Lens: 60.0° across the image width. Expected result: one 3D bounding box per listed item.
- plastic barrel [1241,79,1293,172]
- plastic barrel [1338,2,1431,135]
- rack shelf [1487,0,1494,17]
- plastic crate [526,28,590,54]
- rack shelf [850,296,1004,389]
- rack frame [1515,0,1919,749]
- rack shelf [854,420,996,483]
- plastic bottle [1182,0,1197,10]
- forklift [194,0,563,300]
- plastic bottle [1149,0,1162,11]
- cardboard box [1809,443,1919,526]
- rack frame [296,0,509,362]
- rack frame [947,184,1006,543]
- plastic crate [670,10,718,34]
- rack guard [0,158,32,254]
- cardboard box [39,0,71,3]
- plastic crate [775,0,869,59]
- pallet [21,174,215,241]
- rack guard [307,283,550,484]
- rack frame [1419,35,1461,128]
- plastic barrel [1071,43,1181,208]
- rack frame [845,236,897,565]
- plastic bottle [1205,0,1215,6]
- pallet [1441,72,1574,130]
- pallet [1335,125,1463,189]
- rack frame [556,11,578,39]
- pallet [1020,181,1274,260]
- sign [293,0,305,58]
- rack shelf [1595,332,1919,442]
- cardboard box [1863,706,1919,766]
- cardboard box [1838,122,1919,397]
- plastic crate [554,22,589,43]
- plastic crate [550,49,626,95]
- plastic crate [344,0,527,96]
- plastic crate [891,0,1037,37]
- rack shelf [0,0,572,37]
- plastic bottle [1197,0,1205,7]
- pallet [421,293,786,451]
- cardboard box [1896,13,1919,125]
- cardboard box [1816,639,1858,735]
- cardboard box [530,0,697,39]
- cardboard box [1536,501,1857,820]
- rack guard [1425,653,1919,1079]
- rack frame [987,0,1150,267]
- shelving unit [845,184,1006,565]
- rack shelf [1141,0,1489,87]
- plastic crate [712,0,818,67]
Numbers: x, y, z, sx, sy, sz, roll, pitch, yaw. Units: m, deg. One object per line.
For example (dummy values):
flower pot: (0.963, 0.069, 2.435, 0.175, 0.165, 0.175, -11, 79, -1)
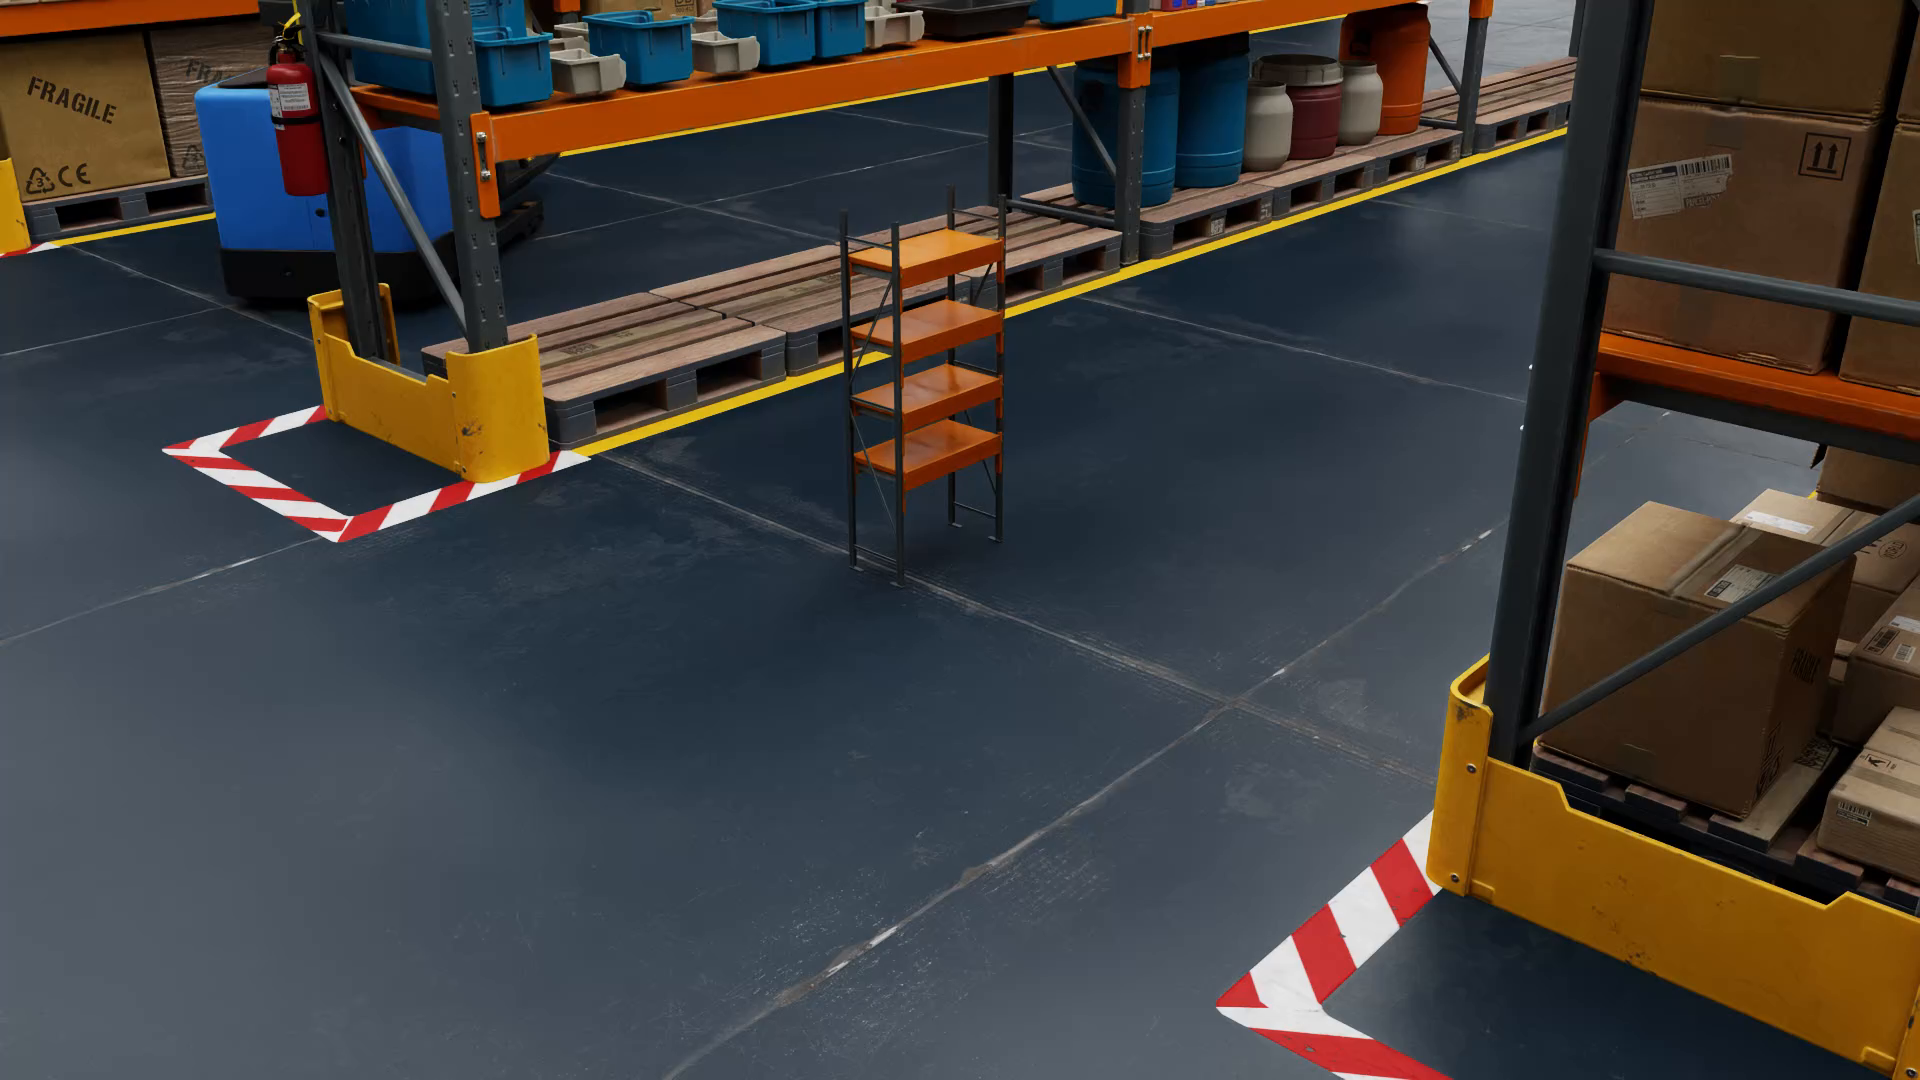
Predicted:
plastic barrel: (1.860, -2.591, 10.390, 0.421, 0.512, 0.421, 0, 24, 0)
plastic barrel: (2.924, -3.277, 11.531, 0.600, 0.830, 0.708, 20, 31, 38)
rack shelf: (4.573, -4.510, 13.022, 1.077, 0.370, 4.000, 20, 31, 38)
plastic crate: (-1.692, -1.996, 6.785, 0.396, 0.136, 0.243, 20, 31, 38)
rack shelf: (-0.110, -0.640, 5.328, 0.258, 0.148, 0.480, 20, 31, 38)
rack frame: (1.588, -0.437, 3.058, 0.949, 2.616, 0.053, 20, 31, 38)
rack shelf: (-0.110, -0.290, 5.485, 0.221, 0.050, 0.457, 20, 31, 38)
plastic bottle: (1.220, -2.993, 8.901, 0.061, 0.283, 0.133, 20, 31, 38)
forklift: (-3.055, -3.086, 9.050, 1.130, 2.935, 3.031, 2, 24, 4)
plastic bottle: (1.072, -3.019, 8.877, 0.144, 0.351, 0.185, 20, 31, 38)
cardboard box: (3.005, -0.144, 4.919, 0.797, 0.503, 0.637, 20, 31, 38)
rack frame: (-2.101, -1.792, 6.079, 1.000, 3.000, 0.127, 20, 31, 38)
rack frame: (0.052, -0.571, 5.558, 0.240, 1.200, 0.015, 20, 31, 38)
plastic crate: (-1.136, -2.268, 7.390, 0.298, 0.136, 0.250, 20, 31, 38)
rack guard: (-5.805, -1.996, 9.591, 1.175, 0.500, 0.348, 20, 31, 38)
cardboard box: (-5.137, -3.126, 9.362, 0.380, 0.149, 0.250, 20, 31, 37)
plastic crate: (-0.612, -2.220, 7.167, 0.416, 0.233, 0.300, 20, 31, 38)
pallet: (-5.314, -2.136, 10.257, 1.003, 0.211, 1.213, 20, 31, 38)
rack guard: (-2.107, -0.640, 6.566, 1.175, 0.500, 0.348, 20, 31, 38)
rack frame: (3.236, -4.230, 11.517, 0.949, 2.616, 0.053, 20, 31, 38)
plastic barrel: (0.944, -2.405, 9.500, 0.600, 0.901, 0.708, 20, 31, 38)
rack frame: (-0.274, -0.423, 5.227, 0.228, 1.046, 0.006, 20, 31, 38)
plastic bottle: (1.348, -3.057, 9.059, 0.097, 0.271, 0.097, 0, 24, 0)
pallet: (4.599, -3.552, 13.414, 1.003, 0.211, 1.213, 20, 31, 38)
pallet: (2.743, -2.705, 11.525, 1.003, 0.211, 1.213, 20, 31, 38)
rack frame: (-3.120, -4.363, 11.814, 1.000, 3.000, 0.127, 20, 31, 38)
pallet: (1.115, -1.962, 9.867, 1.003, 0.211, 1.213, 20, 31, 38)
sign: (-2.521, -2.011, 6.370, 0.100, 0.325, 0.005, 20, 31, 38)
rack shelf: (2.920, -0.841, 4.512, 0.919, 0.052, 3.809, 20, 31, 38)
cardboard box: (2.288, 0.544, 3.795, 0.380, 0.166, 0.250, 20, 31, 38)
cardboard box: (2.078, -0.547, 3.181, 0.500, 0.500, 0.500, 21, 32, 39)
plastic crate: (-1.487, -2.081, 6.973, 0.396, 0.136, 0.243, 20, 31, 38)
plastic crate: (-1.415, -1.759, 6.256, 0.250, 0.136, 0.298, 20, 31, 38)
plastic crate: (-2.017, -1.988, 6.401, 0.616, 0.435, 0.499, 20, 31, 38)
plastic crate: (0.022, -2.498, 7.917, 0.437, 0.125, 0.590, 20, 31, 38)
rack shelf: (-4.455, -3.425, 10.602, 1.077, 0.370, 4.000, 20, 31, 38)
plastic bottle: (1.284, -2.996, 9.008, 0.097, 0.201, 0.097, 0, 24, 0)
pallet: (-1.522, -0.760, 7.187, 1.003, 0.211, 1.213, 20, 31, 38)
cardboard box: (2.078, -1.003, 2.976, 0.500, 0.500, 0.500, 21, 32, 39)
cardboard box: (2.102, 0.323, 4.290, 0.380, 0.166, 0.250, 20, 31, 38)
cardboard box: (-2.708, -3.785, 12.610, 1.225, 0.875, 0.875, 20, 31, 38)
cardboard box: (1.765, 0.269, 4.001, 0.500, 0.500, 0.500, 20, 31, 38)
rack guard: (1.636, 0.680, 3.623, 1.175, 0.500, 0.348, 20, 31, 38)
rack frame: (0.569, -3.010, 8.797, 1.000, 3.000, 0.127, 20, 31, 38)
shelving unit: (-0.109, -0.498, 5.394, 0.258, 1.200, 0.499, 20, 31, 38)
rack shelf: (1.903, -3.291, 10.304, 1.077, 0.370, 4.000, 20, 31, 38)
plastic crate: (-0.812, -2.129, 6.963, 0.416, 0.233, 0.300, 20, 31, 38)
